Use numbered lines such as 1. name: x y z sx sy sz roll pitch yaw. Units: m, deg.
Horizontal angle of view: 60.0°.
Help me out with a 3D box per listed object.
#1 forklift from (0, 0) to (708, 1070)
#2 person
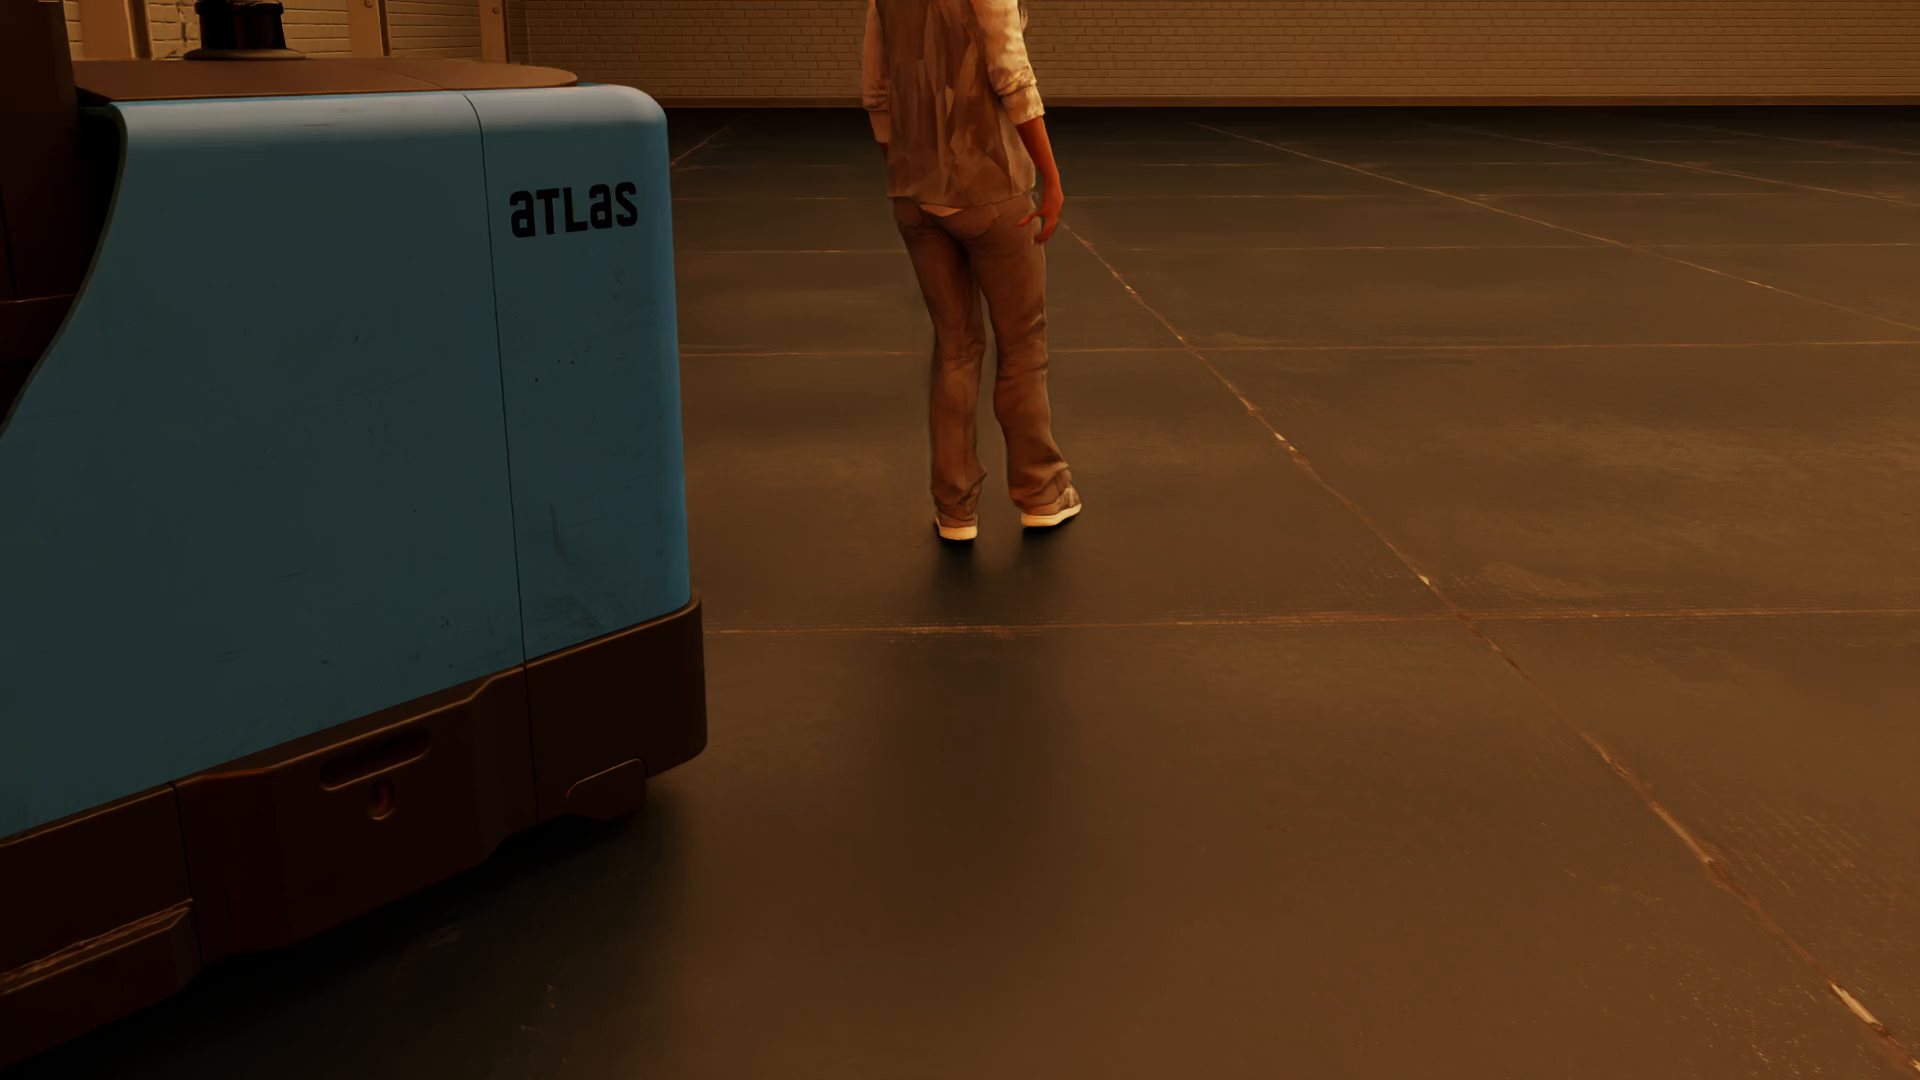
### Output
1. forklift: -1.726 -0.772 1.431 1.130 2.935 3.031 14 22 38
2. person: 0.074 -0.791 3.785 0.499 1.597 0.542 14 22 39
